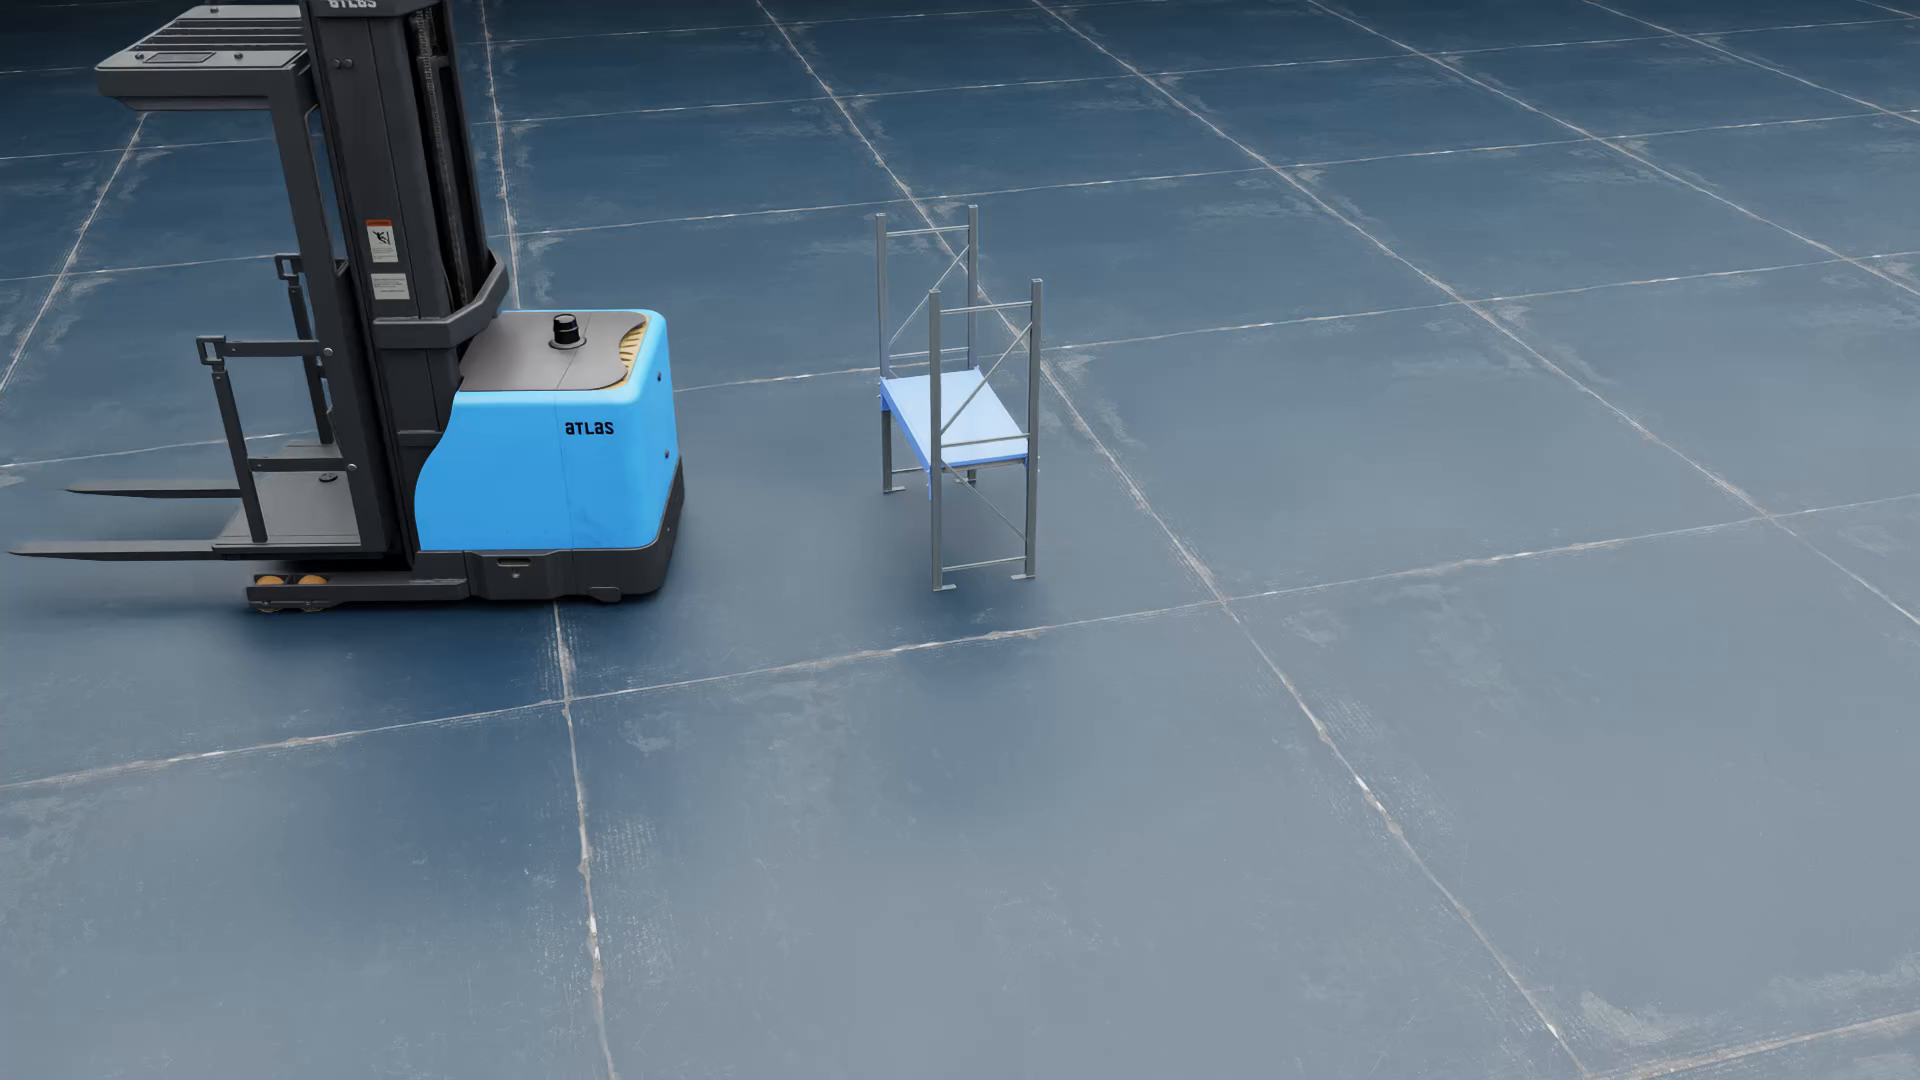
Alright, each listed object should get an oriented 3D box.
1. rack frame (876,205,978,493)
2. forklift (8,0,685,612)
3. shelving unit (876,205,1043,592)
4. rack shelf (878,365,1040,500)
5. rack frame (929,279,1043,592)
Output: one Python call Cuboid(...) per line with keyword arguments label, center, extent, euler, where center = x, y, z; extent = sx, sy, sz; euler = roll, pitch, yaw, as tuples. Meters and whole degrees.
Cuboid(label="rack frame", center=(-0.158, -0.936, 8.370), extent=(0.500, 1.500, 0.032), euler=(-8, 31, -13))
Cuboid(label="forklift", center=(-2.911, -1.203, 7.403), extent=(3.031, 2.935, 1.130), euler=(-1, 30, -1))
Cuboid(label="shelving unit", center=(-0.023, -0.690, 7.945), extent=(0.538, 1.500, 1.048), euler=(-8, 31, -13))
Cuboid(label="rack shelf", center=(-0.023, -0.535, 8.036), extent=(0.538, 0.185, 1.000), euler=(-8, 31, -13))
Cuboid(label="rack frame", center=(0.112, -0.445, 7.521), extent=(0.500, 1.500, 0.032), euler=(-8, 31, -13))
